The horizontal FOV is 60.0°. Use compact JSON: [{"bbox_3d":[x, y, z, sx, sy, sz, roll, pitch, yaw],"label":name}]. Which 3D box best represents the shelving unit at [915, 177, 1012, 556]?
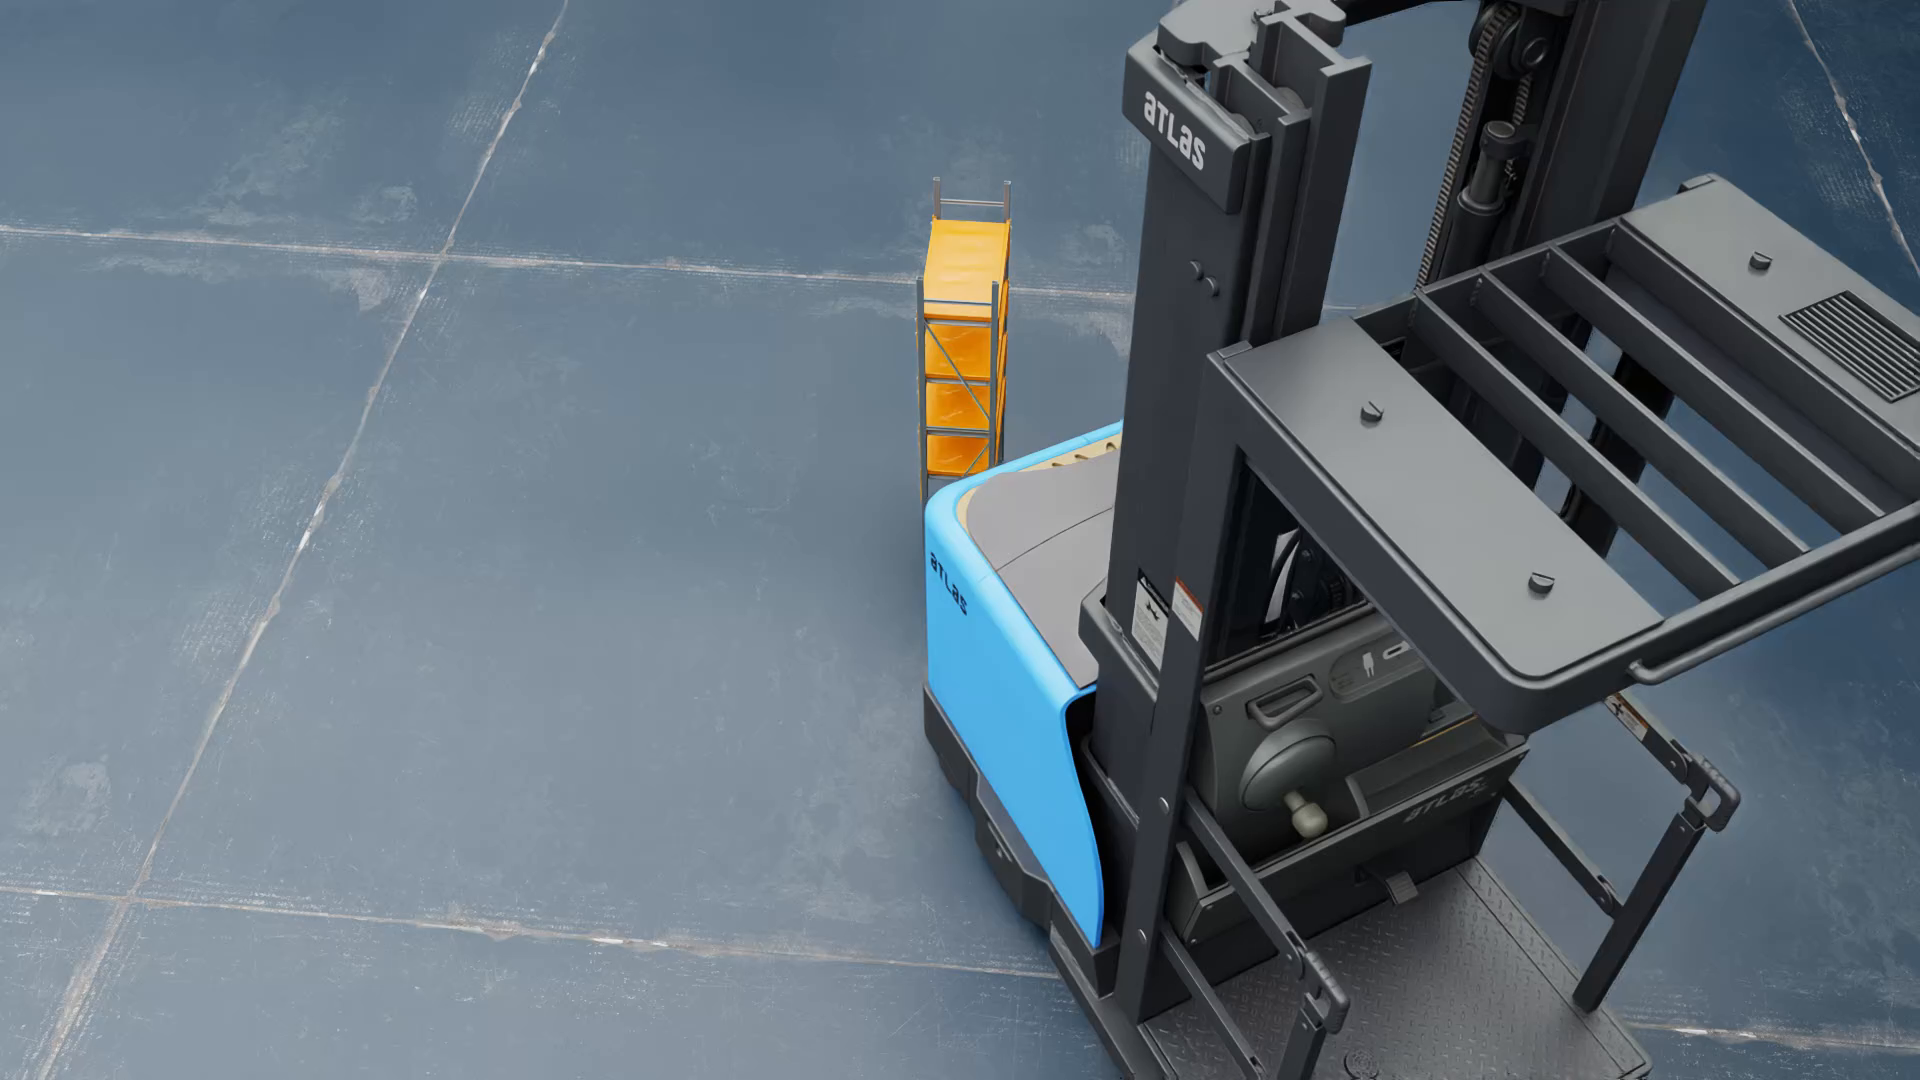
[{"bbox_3d":[0.015,-0.527,5.419,0.258,1.200,0.503,4,48,4],"label":"shelving unit"}]

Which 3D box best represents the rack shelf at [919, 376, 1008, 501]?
[{"bbox_3d":[0.015,-0.347,5.615,0.258,0.148,0.480,4,48,4],"label":"rack shelf"}]

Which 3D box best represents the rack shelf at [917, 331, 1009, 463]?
[{"bbox_3d":[0.015,-0.481,5.468,0.258,0.148,0.480,4,48,4],"label":"rack shelf"}]

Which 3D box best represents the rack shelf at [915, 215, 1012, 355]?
[{"bbox_3d":[0.015,-0.792,5.129,0.258,0.148,0.480,4,48,4],"label":"rack shelf"}]

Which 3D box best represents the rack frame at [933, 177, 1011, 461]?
[{"bbox_3d":[0.037,-0.706,5.583,0.240,1.200,0.015,4,48,4],"label":"rack frame"}]

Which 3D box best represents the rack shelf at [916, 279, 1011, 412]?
[{"bbox_3d":[0.015,-0.632,5.303,0.258,0.148,0.480,4,48,4],"label":"rack shelf"}]

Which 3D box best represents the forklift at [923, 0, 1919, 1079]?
[{"bbox_3d":[1.014,0.415,3.385,1.130,2.935,3.031,-21,51,-18],"label":"forklift"}]

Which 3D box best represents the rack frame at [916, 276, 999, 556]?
[{"bbox_3d":[-0.007,-0.347,5.255,0.240,1.200,0.015,4,48,4],"label":"rack frame"}]
